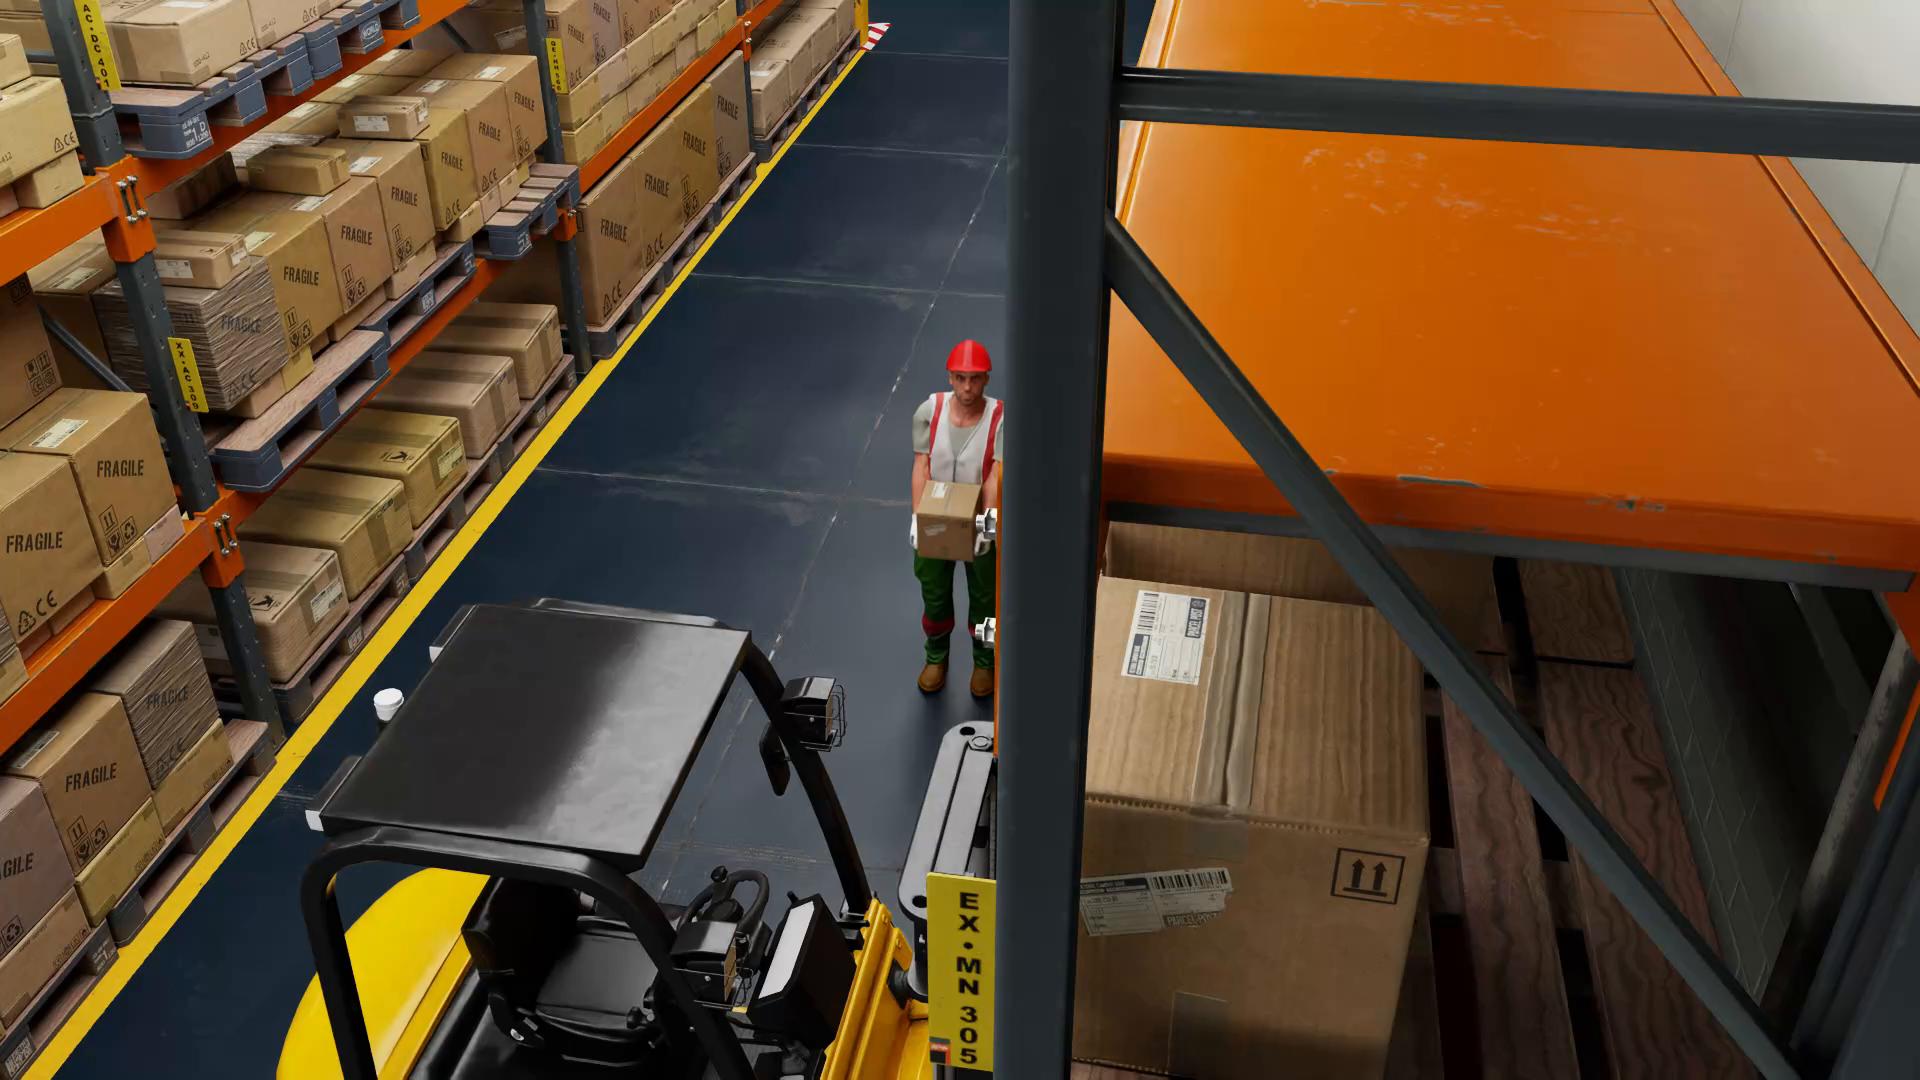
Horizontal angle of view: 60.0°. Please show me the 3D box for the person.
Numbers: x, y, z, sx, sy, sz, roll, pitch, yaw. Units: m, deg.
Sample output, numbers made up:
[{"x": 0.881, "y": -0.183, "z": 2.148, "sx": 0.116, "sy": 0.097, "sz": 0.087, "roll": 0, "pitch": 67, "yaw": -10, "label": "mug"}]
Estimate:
[{"x": 0.002, "y": -0.035, "z": 7.676, "sx": 0.494, "sy": 1.782, "sz": 0.561, "roll": 6, "pitch": 33, "yaw": 9, "label": "person"}]
